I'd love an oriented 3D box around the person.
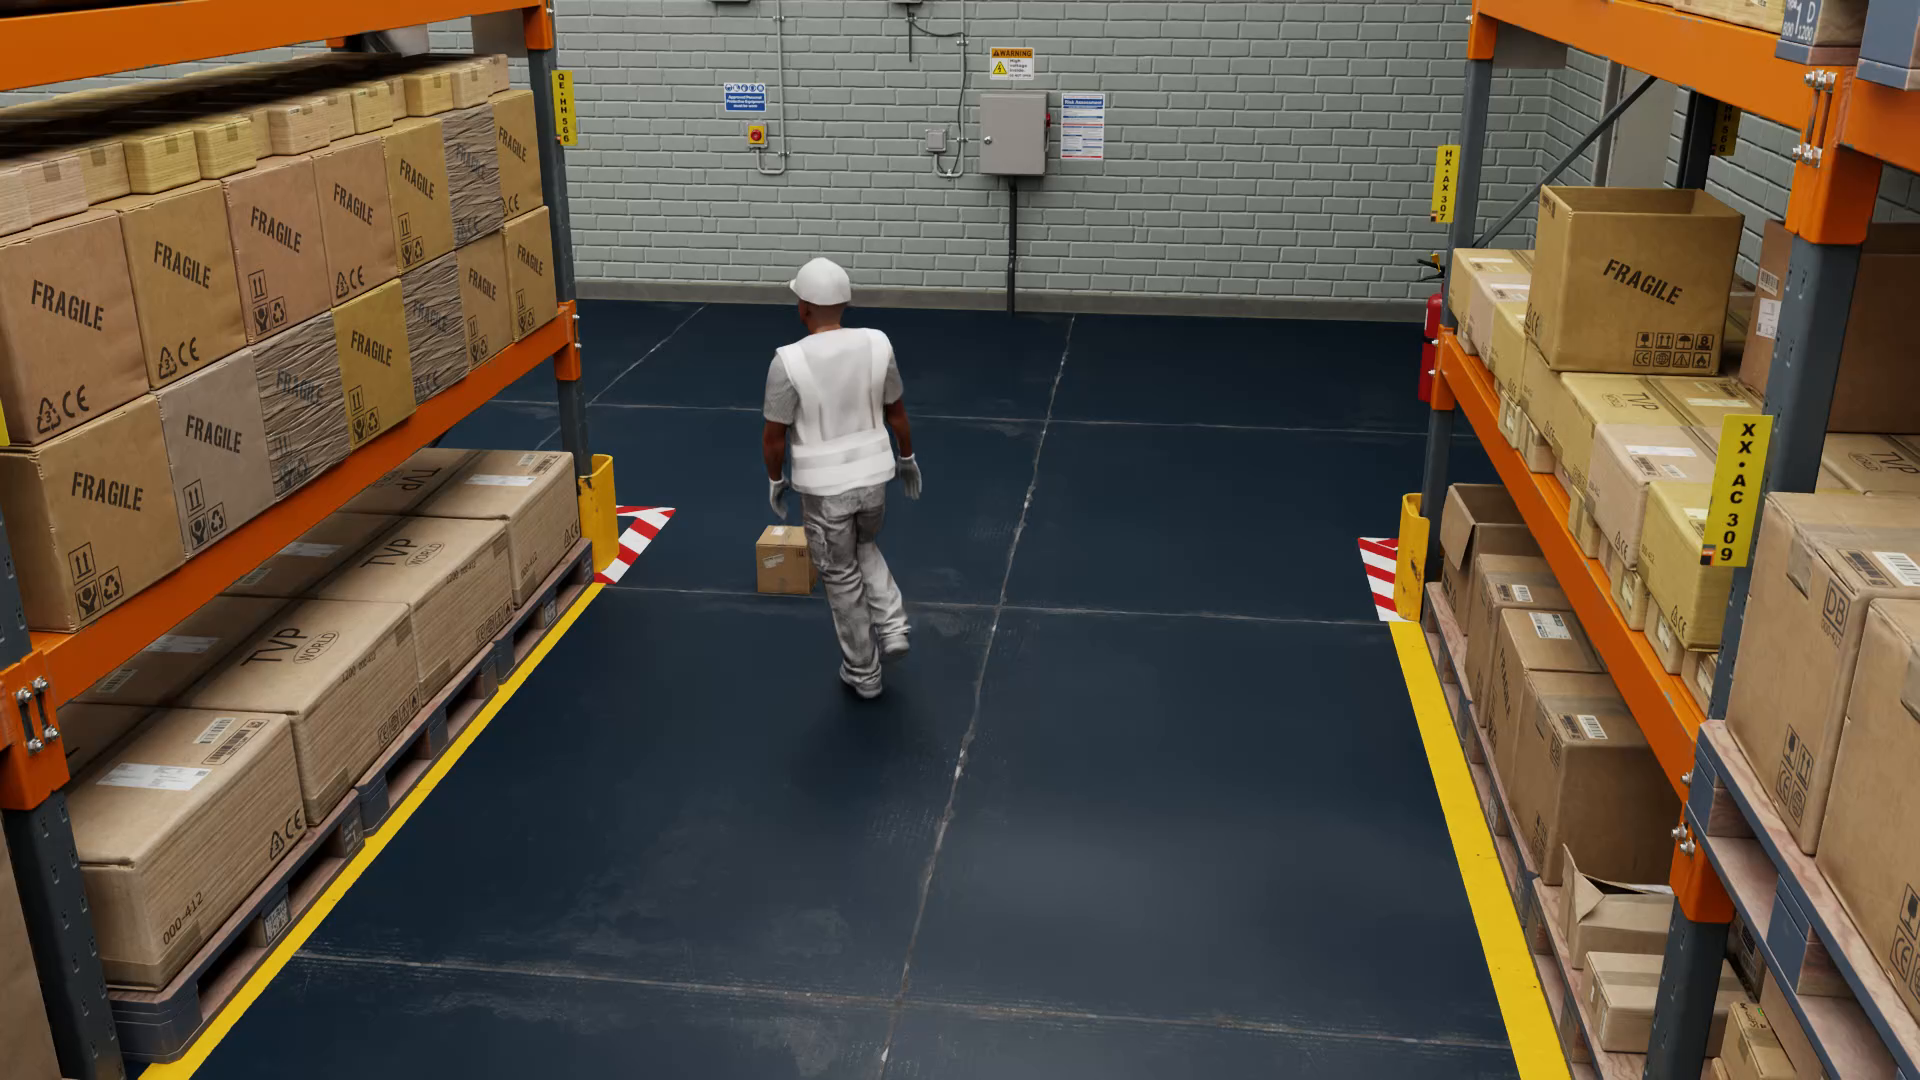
[{"bbox_3d":[-0.444,-0.236,6.624,0.685,1.776,0.469,-12,24,-29],"label":"person"}]
